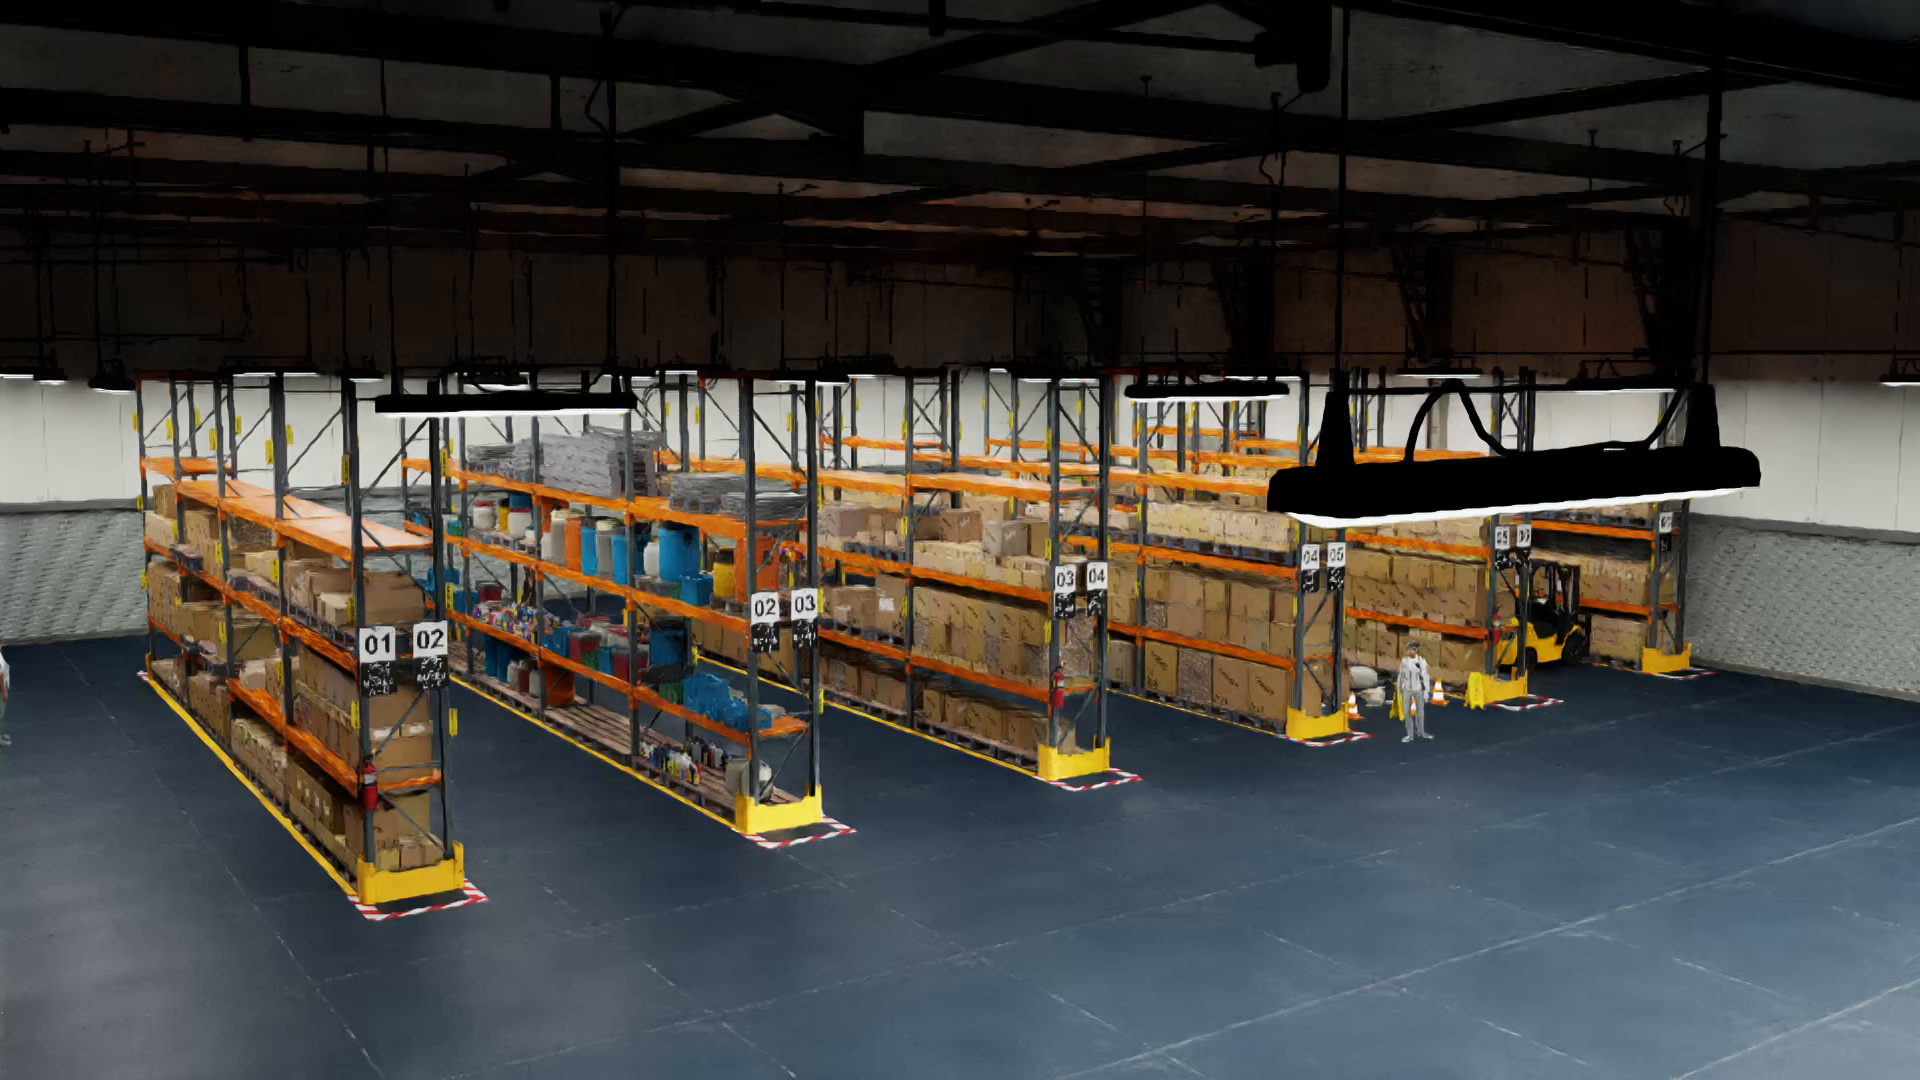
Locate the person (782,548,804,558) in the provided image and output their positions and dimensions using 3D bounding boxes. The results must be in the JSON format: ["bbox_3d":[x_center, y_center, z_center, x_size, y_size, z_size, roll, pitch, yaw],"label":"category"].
[{"bbox_3d":[-4.255,0.722,42.188,0.620,1.723,0.954,-1,7,-10],"label":"person"}]

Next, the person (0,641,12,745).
[{"bbox_3d":[-15.577,2.406,26.889,0.644,1.763,0.428,5,8,40],"label":"person"}]

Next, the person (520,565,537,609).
[{"bbox_3d":[-10.425,0.933,40.076,0.498,1.776,0.765,2,7,14],"label":"person"}]

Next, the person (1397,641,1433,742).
[{"bbox_3d":[7.420,2.453,27.145,0.568,1.665,0.506,3,7,28],"label":"person"}]
